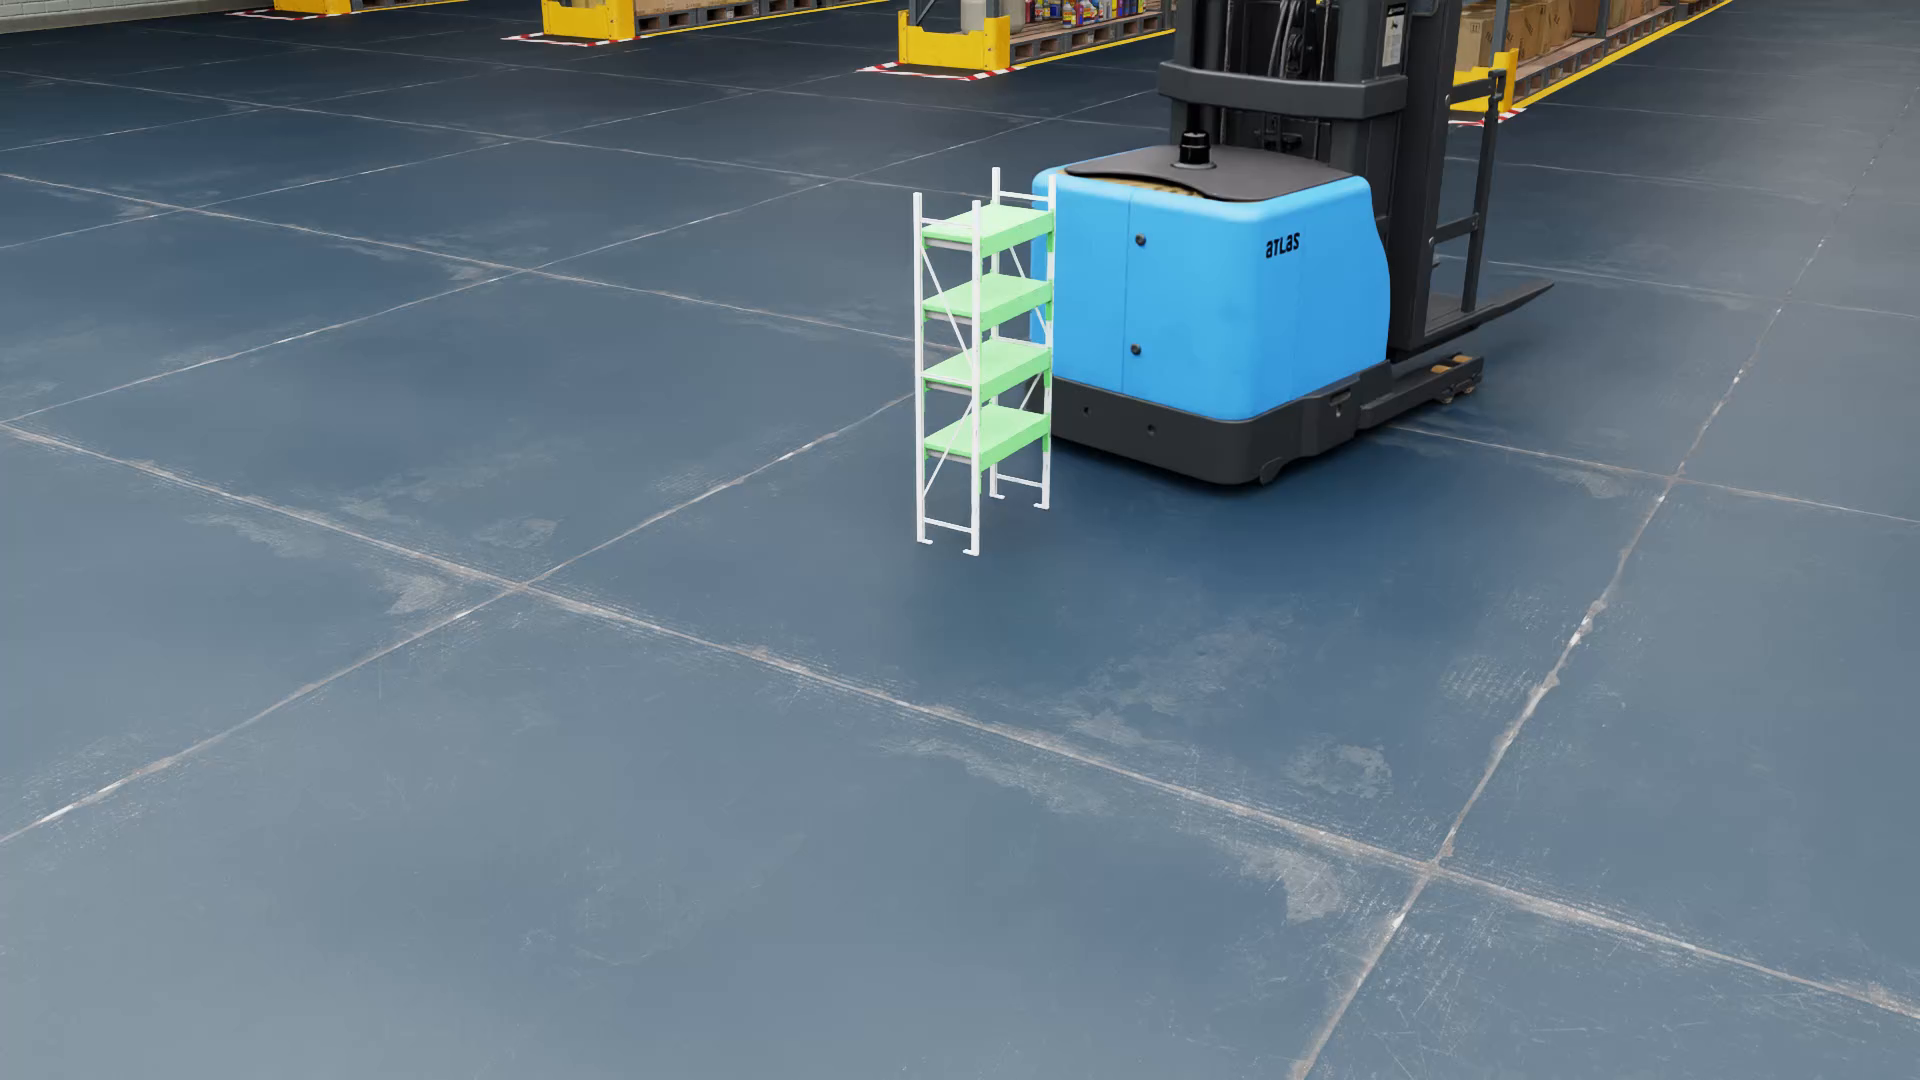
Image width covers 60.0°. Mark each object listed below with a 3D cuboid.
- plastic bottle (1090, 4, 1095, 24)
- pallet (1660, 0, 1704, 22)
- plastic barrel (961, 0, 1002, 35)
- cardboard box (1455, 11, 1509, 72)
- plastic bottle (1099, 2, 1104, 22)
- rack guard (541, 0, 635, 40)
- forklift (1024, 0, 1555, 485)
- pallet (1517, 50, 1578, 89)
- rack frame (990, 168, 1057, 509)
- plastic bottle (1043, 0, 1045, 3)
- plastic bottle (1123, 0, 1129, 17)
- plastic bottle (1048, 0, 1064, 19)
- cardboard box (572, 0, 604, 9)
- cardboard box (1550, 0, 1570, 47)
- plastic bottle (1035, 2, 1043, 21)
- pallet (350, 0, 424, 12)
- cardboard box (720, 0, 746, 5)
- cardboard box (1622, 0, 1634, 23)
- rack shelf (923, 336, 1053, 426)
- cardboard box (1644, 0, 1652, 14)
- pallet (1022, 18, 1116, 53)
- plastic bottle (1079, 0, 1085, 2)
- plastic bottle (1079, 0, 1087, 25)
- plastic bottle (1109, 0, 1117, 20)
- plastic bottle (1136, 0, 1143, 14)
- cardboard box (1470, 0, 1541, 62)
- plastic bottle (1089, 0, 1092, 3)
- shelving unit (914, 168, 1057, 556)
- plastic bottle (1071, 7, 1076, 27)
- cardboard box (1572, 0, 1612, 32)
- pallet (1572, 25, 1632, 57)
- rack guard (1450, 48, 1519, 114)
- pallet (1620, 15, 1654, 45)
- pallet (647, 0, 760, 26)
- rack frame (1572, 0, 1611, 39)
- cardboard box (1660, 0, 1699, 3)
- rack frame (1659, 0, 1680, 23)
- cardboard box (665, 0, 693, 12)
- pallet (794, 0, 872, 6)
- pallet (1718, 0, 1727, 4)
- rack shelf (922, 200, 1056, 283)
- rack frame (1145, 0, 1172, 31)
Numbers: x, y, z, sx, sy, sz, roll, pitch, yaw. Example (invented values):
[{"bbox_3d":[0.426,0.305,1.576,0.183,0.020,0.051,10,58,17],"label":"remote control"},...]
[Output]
[{"bbox_3d":[1.443,-5.824,18.395,0.097,0.201,0.097,0,23,0],"label":"plastic bottle"},{"bbox_3d":[8.844,-6.809,21.213,1.003,0.211,1.213,14,27,29],"label":"pallet"},{"bbox_3d":[0.218,-5.466,17.203,0.421,0.512,0.421,0,23,0],"label":"plastic barrel"},{"bbox_3d":[4.487,-4.391,14.736,0.500,0.500,0.500,20,30,38],"label":"cardboard box"},{"bbox_3d":[1.551,-5.893,18.556,0.097,0.201,0.097,0,23,0],"label":"plastic bottle"},{"bbox_3d":[-4.283,-6.060,19.120,1.175,0.500,0.348,14,27,29],"label":"rack guard"},{"bbox_3d":[1.625,-2.045,6.785,1.130,2.935,3.031,20,30,38],"label":"forklift"},{"bbox_3d":[5.287,-4.561,16.021,1.003,0.211,1.213,14,27,29],"label":"pallet"},{"bbox_3d":[0.216,-0.689,5.831,0.240,1.200,0.015,14,27,29],"label":"rack frame"},{"bbox_3d":[0.944,-6.120,18.892,0.144,0.351,0.185,14,27,29],"label":"plastic bottle"},{"bbox_3d":[1.850,-6.170,19.008,0.144,0.351,0.185,12,26,26],"label":"plastic bottle"},{"bbox_3d":[1.083,-6.063,18.855,0.152,0.276,0.135,14,27,29],"label":"plastic bottle"},{"bbox_3d":[-4.238,-6.389,19.666,0.500,0.250,0.500,14,27,29],"label":"cardboard box"},{"bbox_3d":[5.713,-5.213,16.633,0.500,0.500,0.500,-18,29,-36],"label":"cardboard box"},{"bbox_3d":[0.878,-5.912,18.600,0.097,0.201,0.097,0,23,0],"label":"plastic bottle"},{"bbox_3d":[-7.982,-7.265,22.267,1.003,0.211,1.213,14,27,29],"label":"pallet"},{"bbox_3d":[-3.006,-6.787,20.584,0.500,0.250,0.500,14,27,29],"label":"cardboard box"},{"bbox_3d":[7.158,-6.092,18.639,0.700,0.500,0.500,11,26,24],"label":"cardboard box"},{"bbox_3d":[0.087,-0.548,5.666,0.258,0.148,0.480,14,27,29],"label":"rack shelf"},{"bbox_3d":[7.746,-6.473,19.520,0.700,0.500,0.500,11,26,25],"label":"cardboard box"},{"bbox_3d":[1.014,-5.615,18.456,1.003,0.211,1.213,14,27,29],"label":"pallet"},{"bbox_3d":[1.390,-6.297,19.301,0.144,0.351,0.185,14,27,29],"label":"plastic bottle"},{"bbox_3d":[1.338,-5.789,18.226,0.097,0.271,0.097,0,23,0],"label":"plastic bottle"},{"bbox_3d":[1.680,-6.061,18.756,0.144,0.351,0.185,14,27,29],"label":"plastic bottle"},{"bbox_3d":[2.072,-6.250,19.278,0.061,0.283,0.133,15,28,32],"label":"plastic bottle"},{"bbox_3d":[5.120,-4.808,15.697,0.500,0.500,0.500,17,29,34],"label":"cardboard box"},{"bbox_3d":[1.500,-5.998,18.696,0.061,0.283,0.133,14,27,29],"label":"plastic bottle"},{"bbox_3d":[0.087,-0.606,5.641,0.258,1.200,0.503,14,27,29],"label":"shelving unit"},{"bbox_3d":[1.212,-5.676,18.054,0.097,0.201,0.097,0,23,0],"label":"plastic bottle"},{"bbox_3d":[6.596,-5.746,17.840,0.700,0.500,0.500,12,26,25],"label":"cardboard box"},{"bbox_3d":[6.663,-5.472,18.124,1.003,0.211,1.213,14,27,29],"label":"pallet"},{"bbox_3d":[4.184,-4.017,14.400,1.175,0.500,0.348,14,27,29],"label":"rack guard"},{"bbox_3d":[7.306,-5.885,19.079,1.003,0.211,1.213,14,27,29],"label":"pallet"},{"bbox_3d":[-3.258,-6.613,20.760,1.003,0.211,1.213,14,27,29],"label":"pallet"},{"bbox_3d":[6.254,-6.489,16.963,1.000,3.000,0.127,14,27,29],"label":"rack frame"},{"bbox_3d":[8.745,-7.285,20.948,1.225,0.875,0.875,12,26,27],"label":"cardboard box"},{"bbox_3d":[8.364,-7.839,20.081,1.000,3.000,0.127,14,27,29],"label":"rack frame"},{"bbox_3d":[-3.538,-6.450,19.807,0.500,0.250,0.500,14,27,29],"label":"cardboard box"},{"bbox_3d":[-1.805,-7.543,22.908,1.003,0.211,1.213,14,27,29],"label":"pallet"},{"bbox_3d":[10.131,-7.633,23.116,1.003,0.211,1.213,14,27,29],"label":"pallet"},{"bbox_3d":[0.087,-0.988,5.475,0.258,0.148,0.480,14,27,29],"label":"rack shelf"},{"bbox_3d":[2.046,-7.526,19.360,1.000,3.000,0.127,14,27,29],"label":"rack frame"}]
